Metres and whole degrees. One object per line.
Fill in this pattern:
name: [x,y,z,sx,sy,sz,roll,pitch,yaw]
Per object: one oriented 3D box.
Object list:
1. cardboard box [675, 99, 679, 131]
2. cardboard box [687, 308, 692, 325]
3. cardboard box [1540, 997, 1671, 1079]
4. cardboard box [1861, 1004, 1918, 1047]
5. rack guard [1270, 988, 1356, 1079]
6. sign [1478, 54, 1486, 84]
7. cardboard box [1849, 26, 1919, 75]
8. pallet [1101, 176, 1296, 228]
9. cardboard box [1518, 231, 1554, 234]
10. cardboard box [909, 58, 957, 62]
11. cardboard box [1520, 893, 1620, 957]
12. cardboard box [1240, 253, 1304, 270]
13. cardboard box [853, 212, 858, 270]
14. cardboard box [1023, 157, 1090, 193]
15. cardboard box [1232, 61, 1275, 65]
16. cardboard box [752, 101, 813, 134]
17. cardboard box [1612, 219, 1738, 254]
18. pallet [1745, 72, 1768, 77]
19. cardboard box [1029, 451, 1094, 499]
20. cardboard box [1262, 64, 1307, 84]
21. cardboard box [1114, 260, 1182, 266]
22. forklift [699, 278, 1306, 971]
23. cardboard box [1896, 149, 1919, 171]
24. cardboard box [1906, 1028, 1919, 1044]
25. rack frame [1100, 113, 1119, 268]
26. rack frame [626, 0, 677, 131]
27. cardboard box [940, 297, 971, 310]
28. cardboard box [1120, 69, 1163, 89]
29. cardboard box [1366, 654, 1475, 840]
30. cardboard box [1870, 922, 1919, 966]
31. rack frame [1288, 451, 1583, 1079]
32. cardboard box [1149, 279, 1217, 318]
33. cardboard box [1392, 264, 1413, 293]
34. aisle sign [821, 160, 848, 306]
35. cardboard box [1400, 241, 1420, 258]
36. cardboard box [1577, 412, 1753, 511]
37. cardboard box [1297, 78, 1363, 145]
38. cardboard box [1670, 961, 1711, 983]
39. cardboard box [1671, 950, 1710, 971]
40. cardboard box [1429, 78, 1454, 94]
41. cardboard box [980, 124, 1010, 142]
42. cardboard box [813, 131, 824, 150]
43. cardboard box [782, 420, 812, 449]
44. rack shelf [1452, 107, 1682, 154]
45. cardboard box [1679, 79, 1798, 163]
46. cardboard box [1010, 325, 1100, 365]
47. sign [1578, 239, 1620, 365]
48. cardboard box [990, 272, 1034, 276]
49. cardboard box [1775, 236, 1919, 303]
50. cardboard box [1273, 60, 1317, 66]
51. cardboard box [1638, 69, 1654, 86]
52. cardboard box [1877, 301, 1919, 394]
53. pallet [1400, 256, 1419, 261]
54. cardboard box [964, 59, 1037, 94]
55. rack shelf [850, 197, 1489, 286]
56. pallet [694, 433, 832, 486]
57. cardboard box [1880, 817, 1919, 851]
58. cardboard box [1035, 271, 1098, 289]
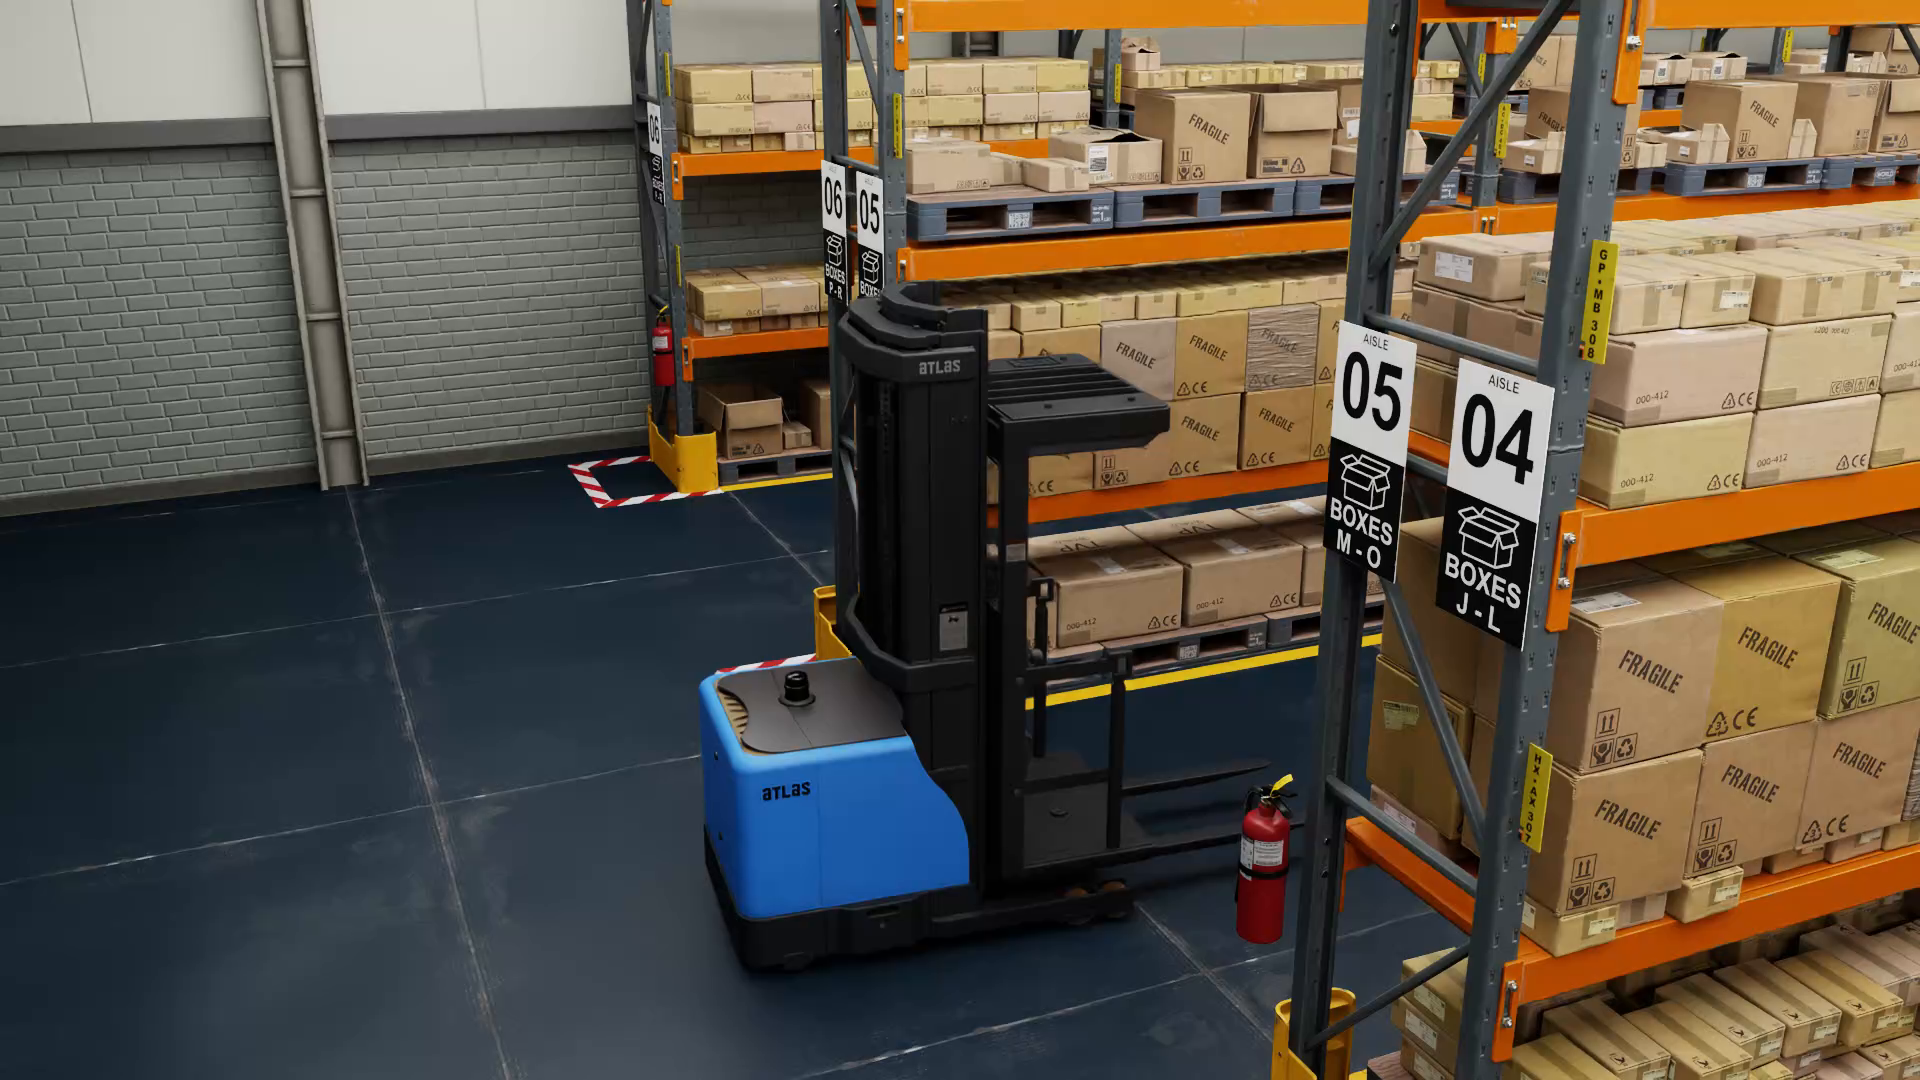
cardboard box: [-2.211,-3.618,14.041,0.500,0.250,0.500,-9,21,-23]
cardboard box: [-2.313,-1.999,14.560,0.250,0.149,0.380,-8,21,-23]
cardboard box: [2.333,1.845,6.029,0.250,0.149,0.380,-8,21,-21]
cardboard box: [3.527,1.810,6.577,0.250,0.149,0.380,-7,21,-19]
rack guard: [1.582,2.187,6.059,0.348,0.500,1.175,-8,21,-22]
sign: [5.047,-4.537,16.096,0.005,0.325,0.100,-8,21,-22]
cardboard box: [10.338,-5.503,18.680,0.637,0.503,0.797,-7,21,-20]
pallet: [1.257,-2.114,10.127,1.213,0.211,1.003,-8,21,-22]
cardboard box: [5.799,-3.259,17.233,0.500,0.250,0.500,-7,21,-20]
cardboard box: [-0.341,-4.120,14.715,0.500,0.250,0.500,-8,21,-23]
cardboard box: [1.939,1.194,5.494,0.250,0.149,0.380,-8,21,-22]
cardboard box: [2.039,-1.768,10.894,0.250,0.149,0.380,-8,21,-22]
cardboard box: [-0.611,-2.590,14.510,0.500,0.500,0.500,-8,21,-21]
cardboard box: [0.549,-2.093,9.529,0.250,0.149,0.380,-7,21,-20]
cardboard box: [2.796,-4.486,15.876,0.250,0.149,0.380,-8,21,-21]
cardboard box: [-1.537,-3.524,13.776,0.500,0.250,0.500,-8,21,-21]
cardboard box: [2.401,-0.988,5.668,0.250,0.149,0.380,-8,21,-21]
pallet: [9.280,-5.063,18.503,1.213,0.211,1.003,-8,21,-22]
cardboard box: [0.466,-0.576,9.992,0.500,0.500,0.500,-8,21,-23]
cardboard box: [3.000,-4.326,15.422,0.250,0.149,0.380,-8,21,-22]
cardboard box: [1.694,-2.759,15.557,0.500,0.500,0.700,-8,21,-21]
forklift: [0.315,0.276,7.826,3.031,2.935,1.130,-6,20,-17]
cardboard box: [7.161,-2.817,12.367,0.250,0.149,0.380,-8,21,-22]
cardboard box: [3.743,1.944,6.646,0.250,0.149,0.380,-8,21,-21]
rack frame: [1.162,-2.518,15.657,0.127,3.000,1.000,-8,21,-22]
rack frame: [-2.511,-4.821,13.166,0.127,3.000,1.000,-8,21,-22]
cardboard box: [-0.106,-1.266,9.467,0.250,0.149,0.380,-8,21,-21]
cardboard box: [1.610,-4.105,14.796,0.250,0.149,0.380,-8,21,-20]
cardboard box: [1.823,0.693,5.940,0.500,0.500,0.500,-8,21,-21]
cardboard box: [3.793,1.678,6.505,0.250,0.149,0.380,-9,21,-24]
rack frame: [1.512,1.018,5.615,0.127,3.000,1.000,-8,21,-22]
cardboard box: [1.335,-1.457,10.010,0.250,0.149,0.380,-9,21,-23]
cardboard box: [2.689,-1.690,10.673,0.250,0.149,0.380,-8,21,-21]
aisle sign: [-0.731,-1.790,9.674,0.004,0.787,0.394,-8,21,-22]
cardboard box: [4.383,-2.920,16.545,0.250,0.149,0.380,-8,21,-21]
cardboard box: [2.025,-0.308,5.088,0.500,0.250,0.500,-7,21,-20]
cardboard box: [2.508,-2.699,10.720,0.500,0.500,0.500,-8,21,-21]
cardboard box: [2.830,1.727,6.814,0.250,0.149,0.380,-8,21,-21]
cardboard box: [2.826,1.581,6.779,0.250,0.149,0.380,-7,21,-20]
cardboard box: [4.604,-4.456,16.271,0.250,0.149,0.380,-8,21,-21]
cardboard box: [0.245,-3.582,14.541,0.250,0.149,0.380,-8,21,-22]
cardboard box: [-1.147,-3.368,13.933,0.250,0.149,0.380,-8,21,-22]
cardboard box: [-1.507,-0.941,14.837,0.250,0.149,0.380,-9,21,-24]
rack shelf: [6.671,-4.383,17.520,4.000,0.370,1.077,-8,21,-22]
cardboard box: [5.301,-2.871,11.359,0.500,0.500,0.500,-8,21,-21]
cardboard box: [0.484,-1.044,9.814,0.500,0.500,0.500,-9,21,-23]
sign: [1.727,-0.644,4.502,0.005,0.325,0.100,-8,21,-22]
cardboard box: [0.336,-2.376,15.031,0.500,0.250,0.500,-8,21,-22]
cardboard box: [2.837,-0.863,5.312,0.250,0.149,0.380,-8,21,-20]
cardboard box: [3.247,-4.567,16.139,0.250,0.149,0.380,-8,21,-22]
cardboard box: [6.910,-4.773,17.141,0.250,0.149,0.380,-8,21,-23]
cardboard box: [2.965,-0.673,5.372,0.500,0.250,0.500,-8,21,-21]
pallet: [4.240,-2.843,16.869,1.003,0.211,1.213,-8,21,-22]
cardboard box: [0.331,-4.029,14.457,0.500,0.250,0.500,-9,21,-23]
rack shelf: [1.295,-1.817,10.233,4.000,0.370,1.077,-8,21,-22]
pallet: [-1.710,-0.791,14.952,1.213,0.211,1.003,-8,21,-22]
cardboard box: [3.351,0.973,6.121,0.250,0.149,0.380,-7,21,-20]
cardboard box: [0.651,-1.545,10.261,0.250,0.149,0.380,-8,21,-22]
